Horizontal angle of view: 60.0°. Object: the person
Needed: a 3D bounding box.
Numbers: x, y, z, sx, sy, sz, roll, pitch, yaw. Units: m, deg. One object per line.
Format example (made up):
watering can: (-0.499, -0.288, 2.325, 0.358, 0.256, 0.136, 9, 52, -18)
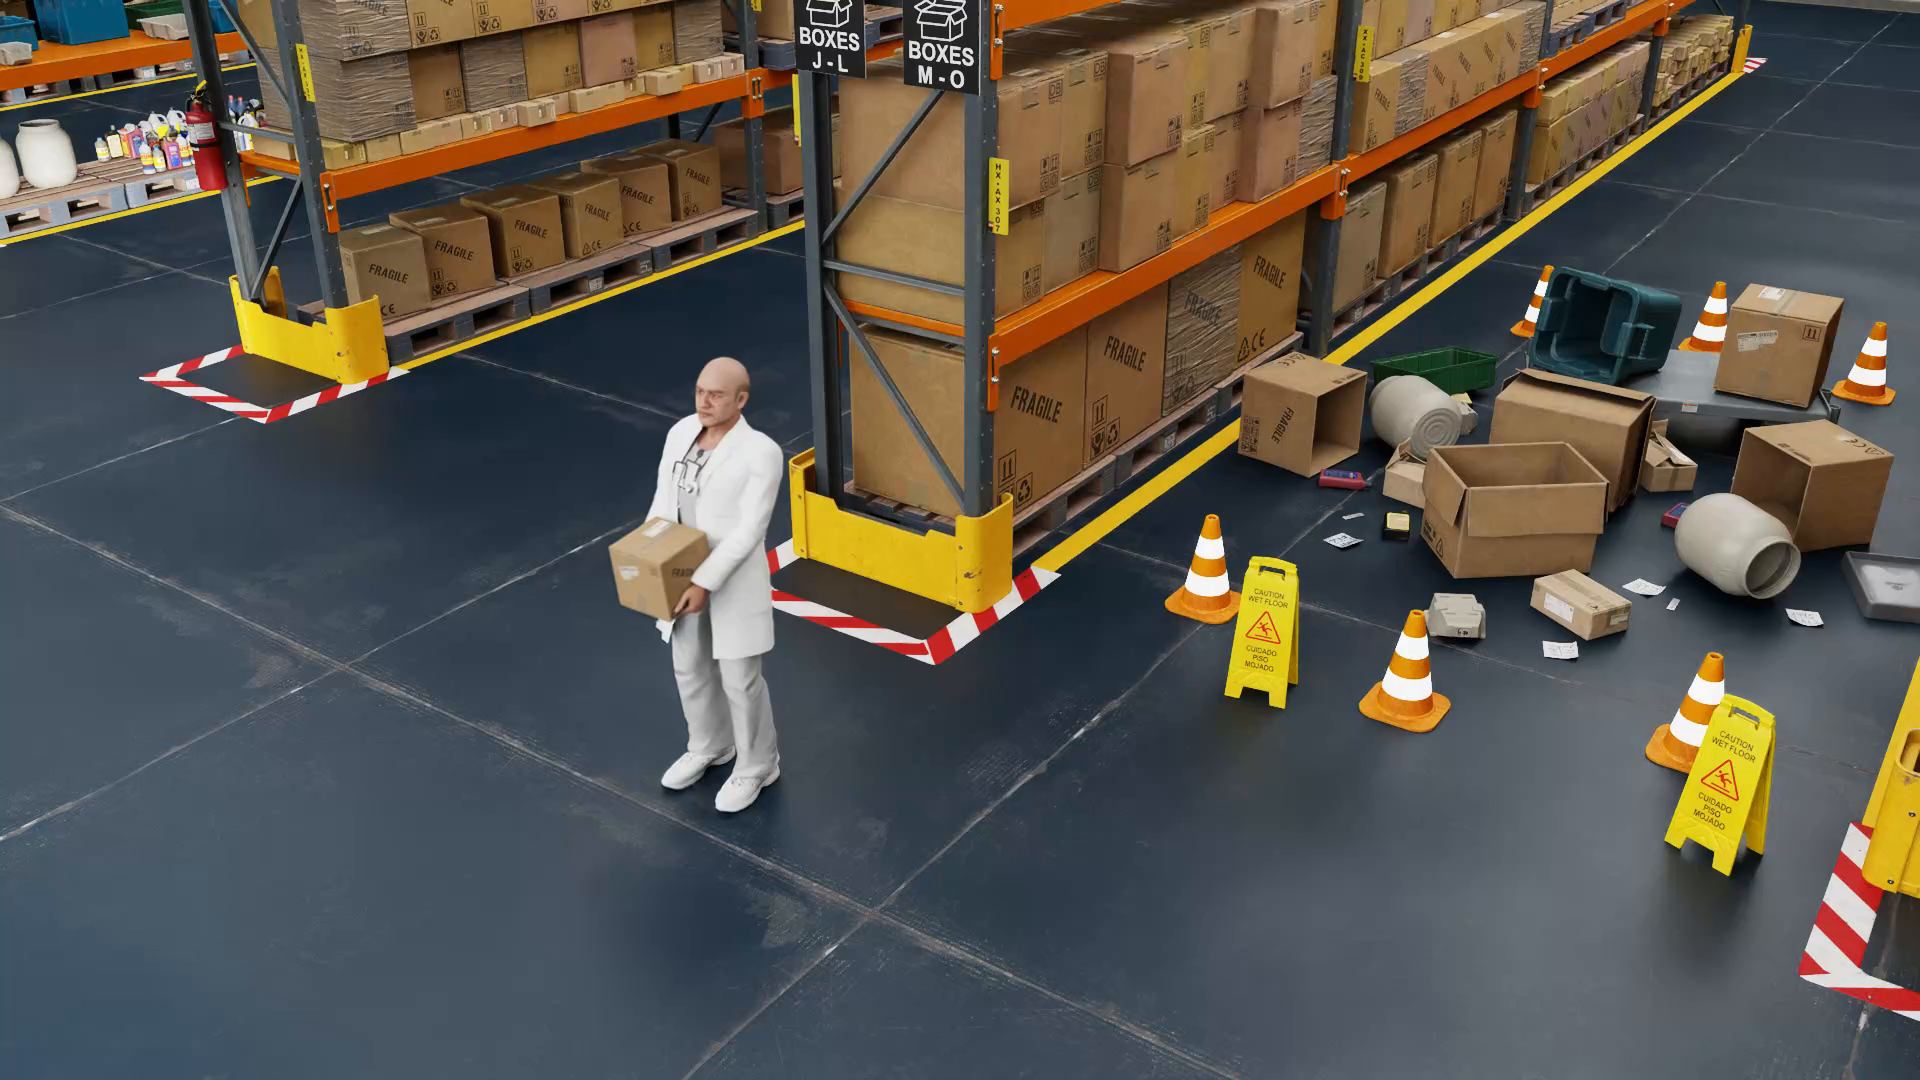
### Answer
person: (-0.965, 0.202, 6.232, 0.531, 1.771, 0.553, 17, 31, 30)
